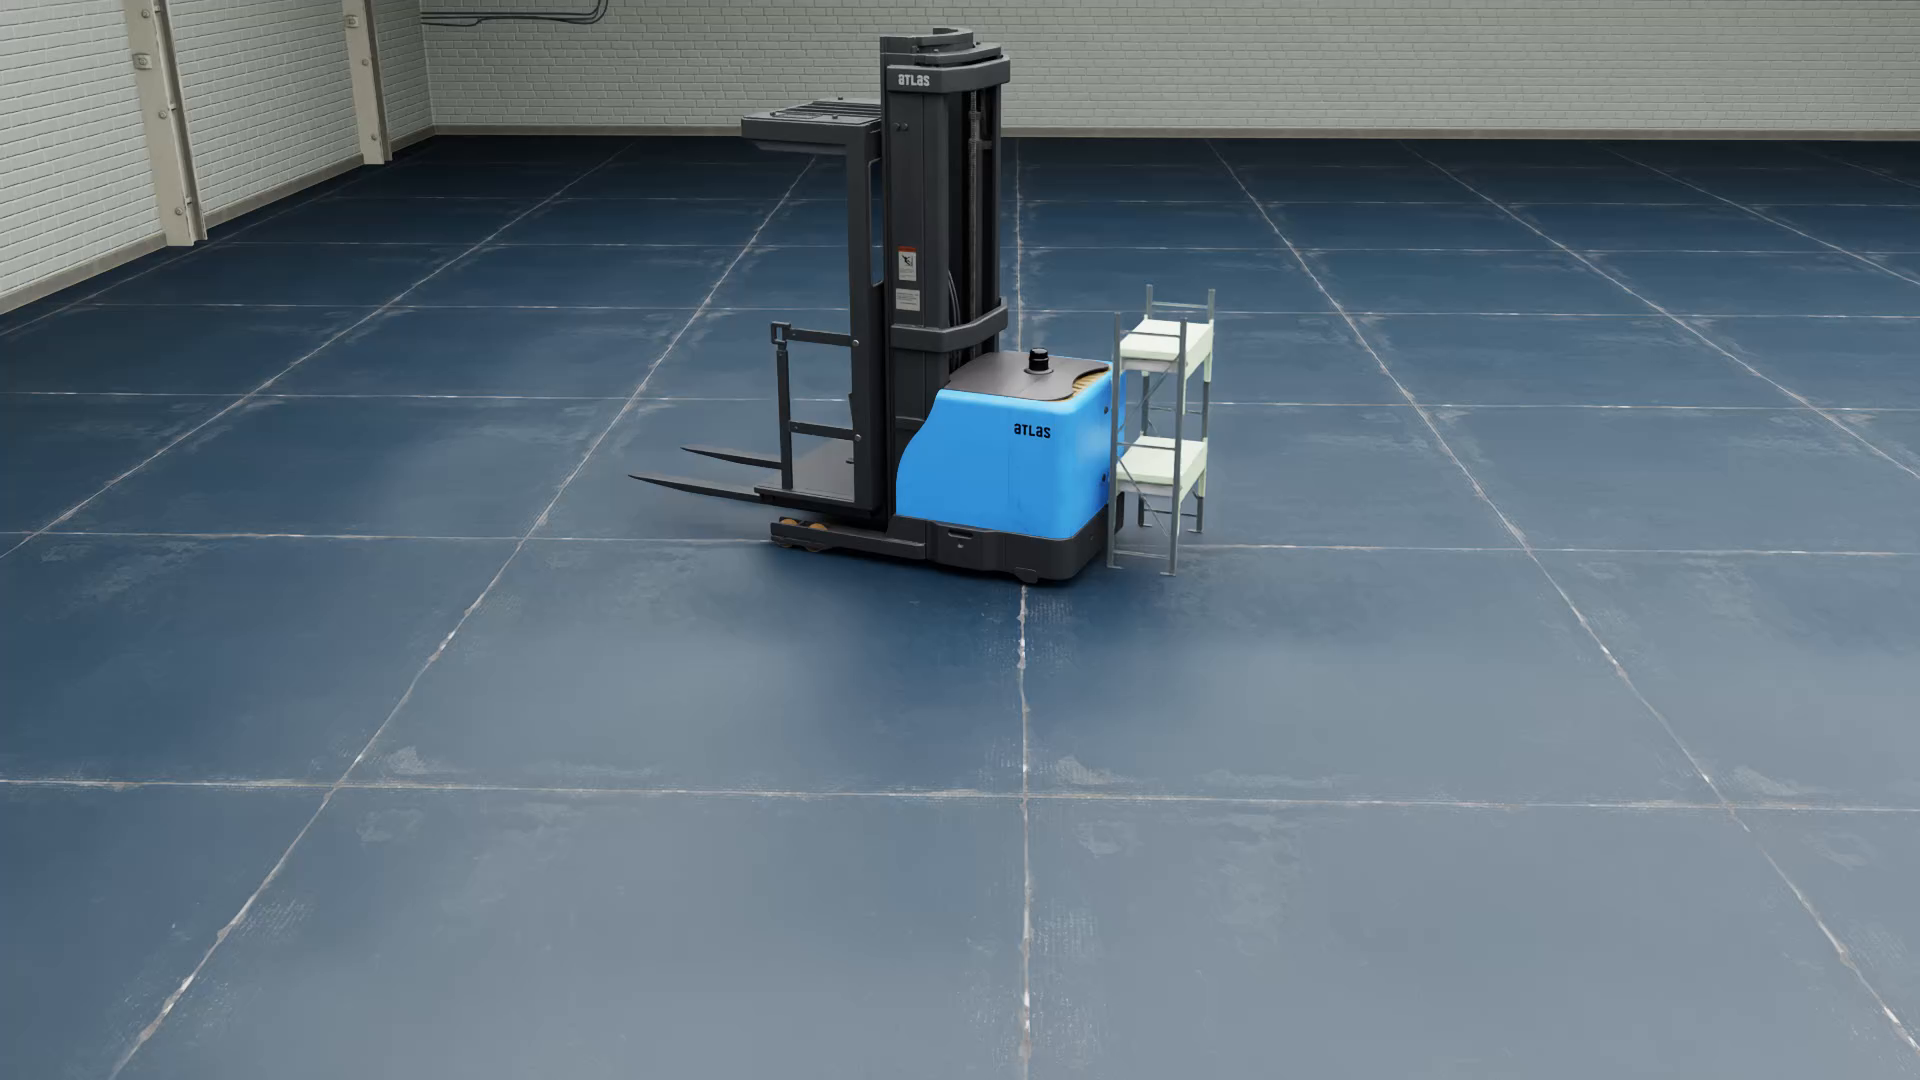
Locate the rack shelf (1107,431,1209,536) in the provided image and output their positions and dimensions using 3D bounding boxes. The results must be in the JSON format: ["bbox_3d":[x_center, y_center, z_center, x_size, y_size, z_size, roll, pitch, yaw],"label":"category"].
[{"bbox_3d":[1.162,-0.339,9.729,0.431,0.370,0.720,7,22,18],"label":"rack shelf"}]

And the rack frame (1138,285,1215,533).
[{"bbox_3d":[1.284,-0.768,9.932,0.400,1.500,0.023,7,22,18],"label":"rack frame"}]

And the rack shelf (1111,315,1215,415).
[{"bbox_3d":[1.159,-1.008,9.471,0.431,0.370,0.720,7,22,18],"label":"rack shelf"}]

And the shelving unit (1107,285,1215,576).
[{"bbox_3d":[1.161,-0.644,9.611,0.431,1.500,0.755,7,22,18],"label":"shelving unit"}]

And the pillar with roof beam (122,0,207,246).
[{"bbox_3d":[-4.362,-7.482,16.871,9.100,9.000,0.400,1,21,2],"label":"pillar with roof beam"}]

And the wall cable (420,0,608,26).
[{"bbox_3d":[-7.071,-9.301,25.853,3.097,2.526,0.112,1,21,2],"label":"wall cable"}]

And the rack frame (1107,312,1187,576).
[{"bbox_3d":[1.038,-0.519,9.290,0.400,1.500,0.023,7,22,18],"label":"rack frame"}]

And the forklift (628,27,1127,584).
[{"bbox_3d":[-0.575,-1.458,9.735,3.031,2.935,1.130,9,23,22],"label":"forklift"}]

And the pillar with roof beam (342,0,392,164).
[{"bbox_3d":[-4.180,-9.651,22.462,9.100,9.000,0.400,1,21,2],"label":"pillar with roof beam"}]
